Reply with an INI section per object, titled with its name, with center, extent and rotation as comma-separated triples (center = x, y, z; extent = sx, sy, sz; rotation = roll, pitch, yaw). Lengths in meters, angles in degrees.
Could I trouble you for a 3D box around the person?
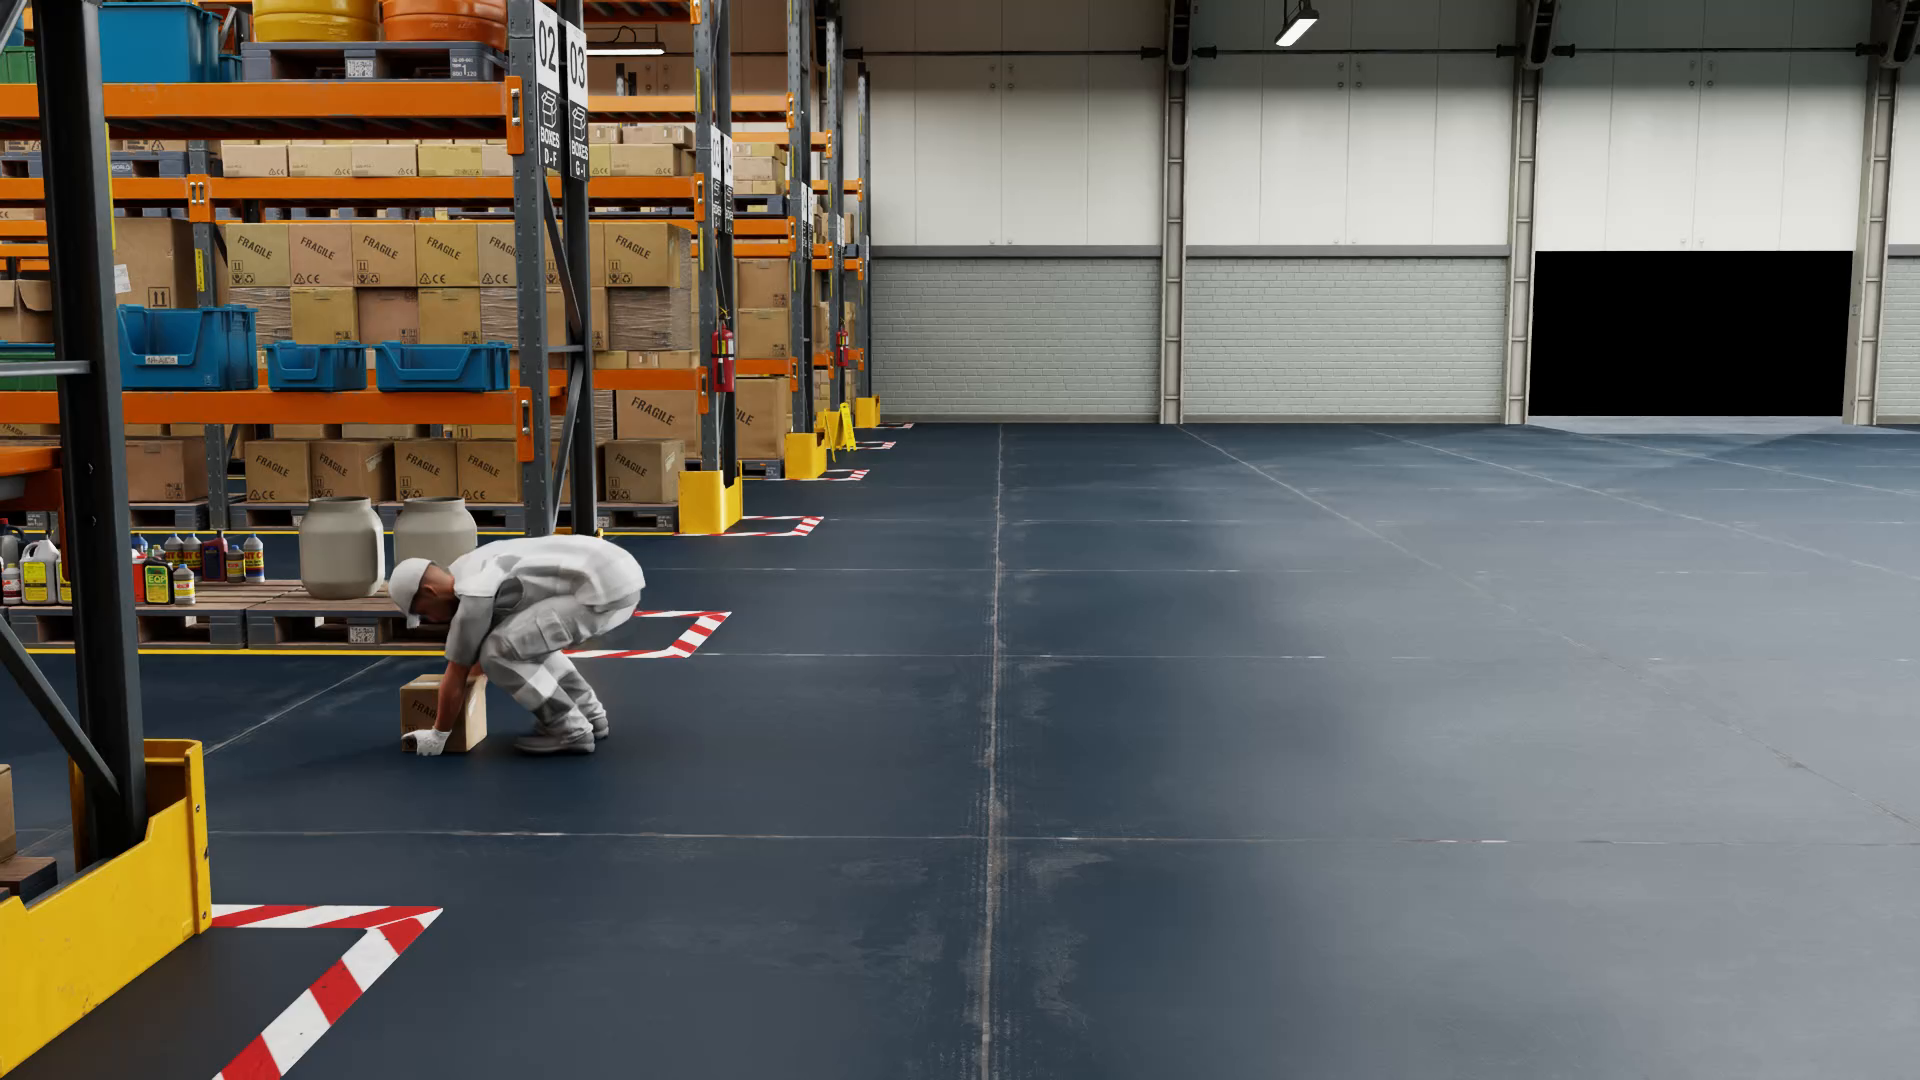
[person]
center = -1.708, 0.406, 6.437
extent = 0.967, 0.842, 0.530
rotation = 0, 7, 0
